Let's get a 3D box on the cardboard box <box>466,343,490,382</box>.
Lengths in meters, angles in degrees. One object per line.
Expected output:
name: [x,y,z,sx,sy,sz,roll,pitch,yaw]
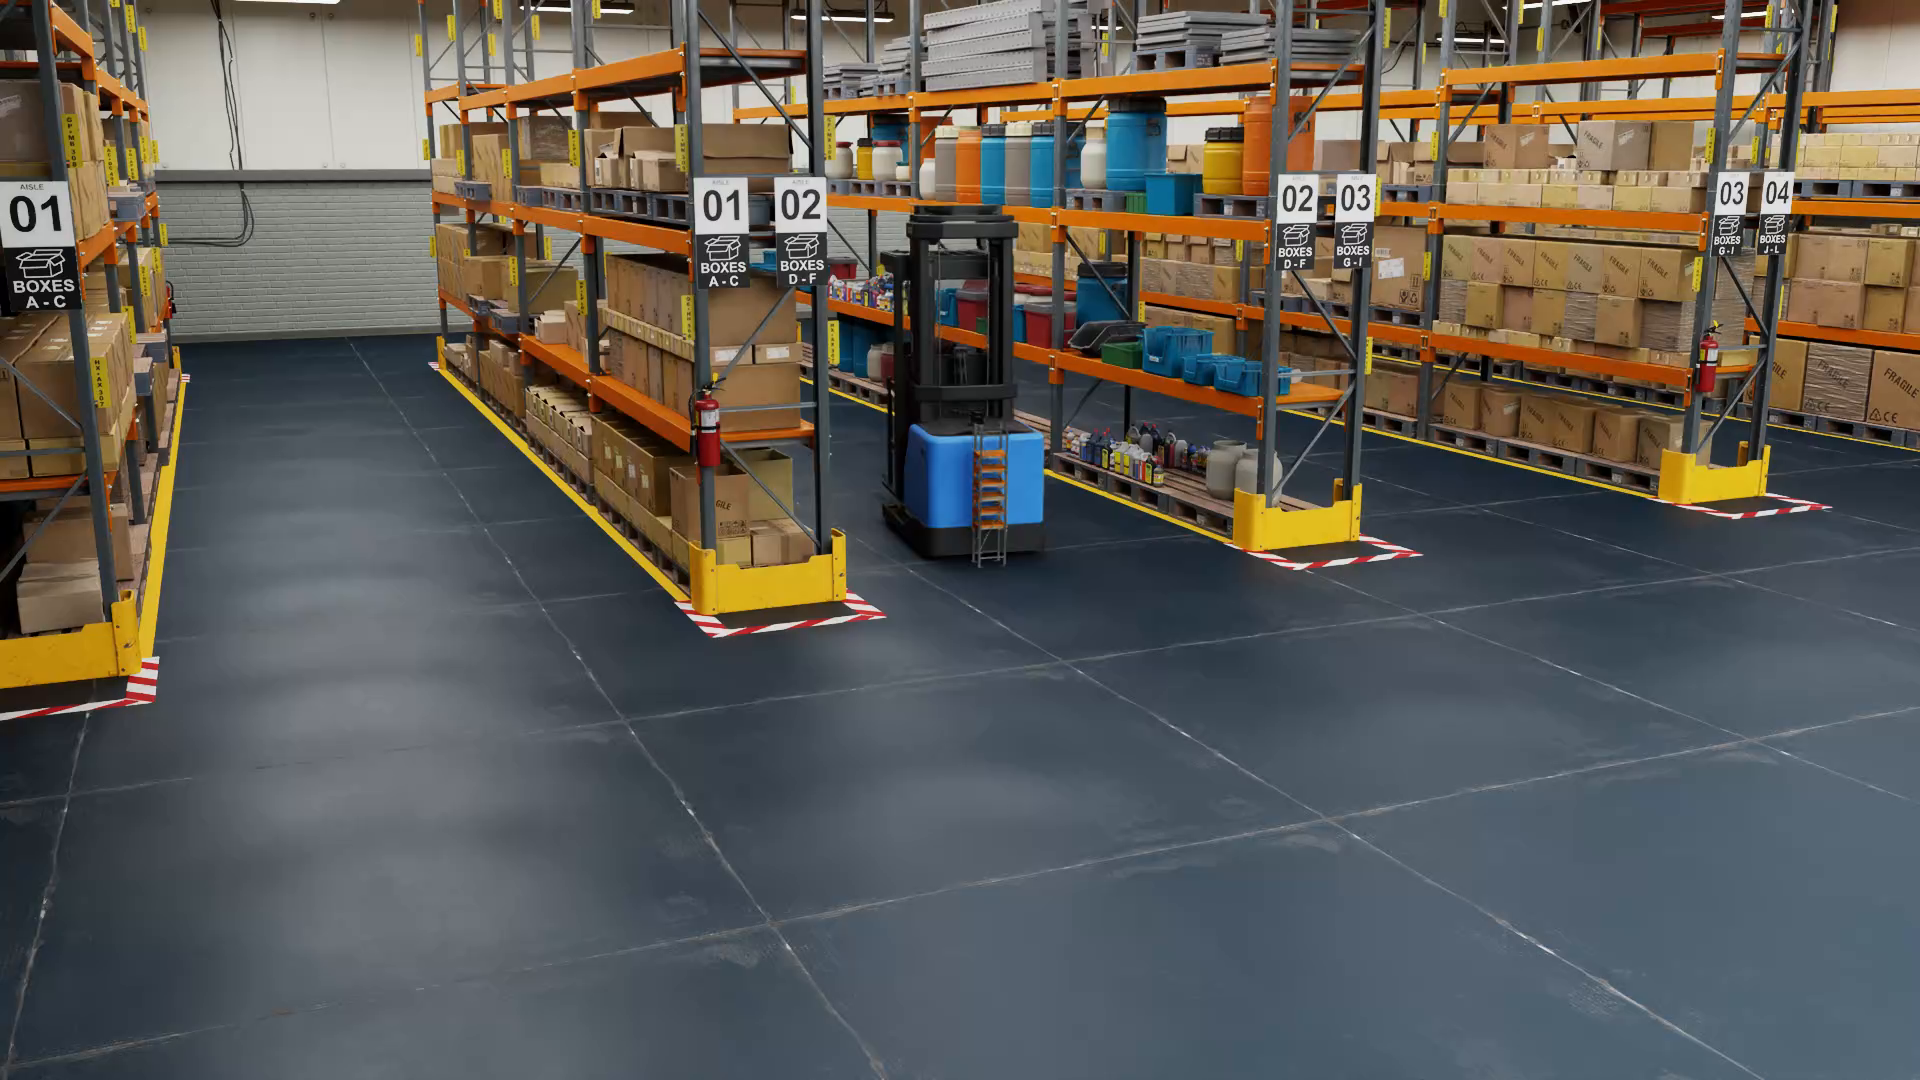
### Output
cardboard box: [-6.770,-2.556,23.827,0.500,0.500,0.500,-6,14,-23]

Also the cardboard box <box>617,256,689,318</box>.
cardboard box: [-2.690,-2.299,15.054,0.700,0.500,0.500,-6,14,-23]

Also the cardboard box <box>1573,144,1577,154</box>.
cardboard box: [11.834,-7.160,31.126,0.500,0.500,0.500,-5,14,-22]

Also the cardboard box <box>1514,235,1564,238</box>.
cardboard box: [6.635,-3.218,19.021,0.500,0.500,0.500,-6,14,-23]

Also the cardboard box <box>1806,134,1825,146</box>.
cardboard box: [10.625,-4.905,20.394,0.380,0.149,0.250,-6,14,-23]

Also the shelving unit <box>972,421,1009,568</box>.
shelving unit: [0.250,-0.375,13.812,0.258,1.200,0.189,-3,16,-15]

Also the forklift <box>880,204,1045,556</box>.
forklift: [-0.108,-1.577,15.183,1.130,2.935,3.031,-3,13,-13]

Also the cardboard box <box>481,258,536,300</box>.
cardboard box: [-5.963,-3.466,22.039,0.700,0.500,0.500,-3,13,-14]

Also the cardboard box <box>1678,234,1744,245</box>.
cardboard box: [10.174,-3.879,22.539,0.700,0.500,0.500,-6,14,-24]

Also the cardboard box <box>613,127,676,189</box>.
cardboard box: [-2.533,-3.247,14.123,0.797,0.503,0.637,-4,14,-17]

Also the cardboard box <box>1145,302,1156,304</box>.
cardboard box: [3.071,-3.400,26.688,1.225,0.875,0.875,-6,14,-23]

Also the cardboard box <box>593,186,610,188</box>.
cardboard box: [-3.315,-3.535,16.241,0.500,0.250,0.500,-4,14,-17]

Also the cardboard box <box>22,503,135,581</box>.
cardboard box: [-6.683,0.039,12.617,0.700,0.500,0.500,-7,15,-27]

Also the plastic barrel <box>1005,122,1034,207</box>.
plastic barrel: [0.798,-4.187,18.544,0.600,0.901,0.600,0,13,0]

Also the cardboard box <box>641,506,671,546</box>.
cardboard box: [-2.374,-0.142,13.998,0.500,0.250,0.500,-6,14,-23]

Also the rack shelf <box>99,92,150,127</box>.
rack shelf: [-11.620,-5.809,22.496,1.077,0.370,4.000,-6,14,-23]

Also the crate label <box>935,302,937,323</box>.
crate label: [-0.314,-2.885,21.053,0.303,0.233,0.416,-6,14,-23]

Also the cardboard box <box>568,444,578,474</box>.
cardboard box: [-3.710,-0.843,17.028,0.500,0.250,0.500,-6,14,-24]

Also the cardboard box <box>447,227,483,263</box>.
cardboard box: [-7.331,-4.398,24.779,0.500,0.500,0.500,-6,14,-23]

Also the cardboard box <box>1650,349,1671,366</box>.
cardboard box: [7.201,-1.851,16.773,0.380,0.149,0.250,-6,14,-23]

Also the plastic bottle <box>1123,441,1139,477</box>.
plastic bottle: [1.726,-0.815,16.638,0.144,0.351,0.185,-5,14,-21]

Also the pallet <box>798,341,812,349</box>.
pallet: [-3.049,-3.208,28.261,1.003,0.211,1.213,-6,14,-23]

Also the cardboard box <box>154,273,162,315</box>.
cardboard box: [-11.021,-3.278,21.717,0.980,0.700,0.700,-5,14,-22]

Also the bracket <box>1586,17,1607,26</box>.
bracket: [14.408,-11.729,37.606,0.235,0.232,0.430,-6,14,-23]

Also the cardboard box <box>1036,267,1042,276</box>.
cardboard box: [1.551,-4.696,29.066,0.380,0.149,0.250,-6,14,-24]

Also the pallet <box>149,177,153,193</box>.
pallet: [-11.622,-4.859,22.754,1.003,0.211,1.213,-6,14,-23]

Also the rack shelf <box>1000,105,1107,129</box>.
rack shelf: [1.995,-7.152,28.295,1.077,0.370,4.000,-6,14,-23]

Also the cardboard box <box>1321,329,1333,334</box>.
cardboard box: [6.720,-3.764,29.872,0.380,0.149,0.250,-6,14,-25]

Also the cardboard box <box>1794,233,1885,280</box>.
cardboard box: [11.029,-3.552,20.837,0.875,0.550,0.550,-6,14,-23]

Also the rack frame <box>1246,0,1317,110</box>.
rack frame: [4.399,-6.457,22.813,1.000,3.000,0.127,-6,14,-23]

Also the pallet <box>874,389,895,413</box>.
pallet: [-0.493,-1.888,22.558,1.003,0.211,1.213,-6,14,-23]

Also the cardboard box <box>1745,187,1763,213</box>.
cardboard box: [7.647,-3.393,16.557,0.500,0.250,0.500,-5,14,-21]

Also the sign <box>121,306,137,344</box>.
sign: [-7.120,-1.838,14.240,0.100,0.325,0.005,-6,14,-23]

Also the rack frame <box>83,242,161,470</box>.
rack frame: [-9.217,-2.192,17.690,1.000,3.000,0.127,-6,14,-23]

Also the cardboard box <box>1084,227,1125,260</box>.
cardboard box: [2.367,-4.869,27.265,0.500,0.500,0.500,-5,14,-21]

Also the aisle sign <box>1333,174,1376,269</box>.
aisle sign: [3.362,-2.712,14.172,0.394,0.787,0.004,-6,14,-23]

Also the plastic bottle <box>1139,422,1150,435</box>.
plastic bottle: [1.985,-1.078,17.772,0.144,0.351,0.185,-6,14,-24]

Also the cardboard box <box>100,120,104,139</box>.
cardboard box: [-10.587,-4.915,19.940,0.500,0.250,0.500,-5,14,-19]

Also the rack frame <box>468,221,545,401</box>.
rack frame: [-6.282,-3.467,23.197,1.000,3.000,0.127,-6,14,-23]

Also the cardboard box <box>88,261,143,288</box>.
cardboard box: [-9.174,-2.884,18.090,0.500,0.250,0.500,-5,14,-22]

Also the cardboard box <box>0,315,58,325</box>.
cardboard box: [-7.618,-1.552,13.548,0.500,0.500,0.500,-6,14,-24]

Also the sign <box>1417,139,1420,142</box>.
sign: [7.889,-6.744,28.684,0.100,0.325,0.005,-6,14,-23]

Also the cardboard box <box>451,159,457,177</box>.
cardboard box: [-6.923,-5.278,23.595,0.500,0.250,0.500,-6,14,-23]

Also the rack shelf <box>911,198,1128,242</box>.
rack shelf: [0.662,-3.785,19.514,1.077,0.370,4.000,-6,14,-23]

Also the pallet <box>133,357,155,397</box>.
pallet: [-7.787,-1.443,14.880,1.003,0.211,1.213,-6,14,-23]

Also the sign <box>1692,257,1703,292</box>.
sign: [7.087,-2.554,15.983,0.100,0.325,0.005,-6,14,-23]

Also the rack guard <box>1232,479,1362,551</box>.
rack guard: [2.992,-0.228,14.746,1.175,0.500,0.348,-6,14,-23]

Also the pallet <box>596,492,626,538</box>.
pallet: [-2.797,-0.288,15.644,1.003,0.211,1.213,-6,14,-23]

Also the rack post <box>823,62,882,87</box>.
rack post: [-1.433,-6.623,23.695,0.937,0.300,0.954,-6,14,-24]

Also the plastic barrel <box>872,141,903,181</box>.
plastic barrel: [-0.988,-5.172,22.679,0.433,0.535,0.433,0,13,0]

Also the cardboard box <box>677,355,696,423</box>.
cardboard box: [-1.865,-1.242,13.362,0.700,0.500,0.500,-5,14,-22]

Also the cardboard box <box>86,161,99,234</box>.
cardboard box: [-6.311,-2.372,11.548,0.500,0.500,0.500,-5,14,-20]

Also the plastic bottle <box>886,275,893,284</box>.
plastic bottle: [-1.000,-3.691,24.275,0.144,0.351,0.185,-6,14,-23]

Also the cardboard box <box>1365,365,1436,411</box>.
cardboard box: [5.601,-1.934,21.140,0.700,0.500,0.500,-6,14,-23]
